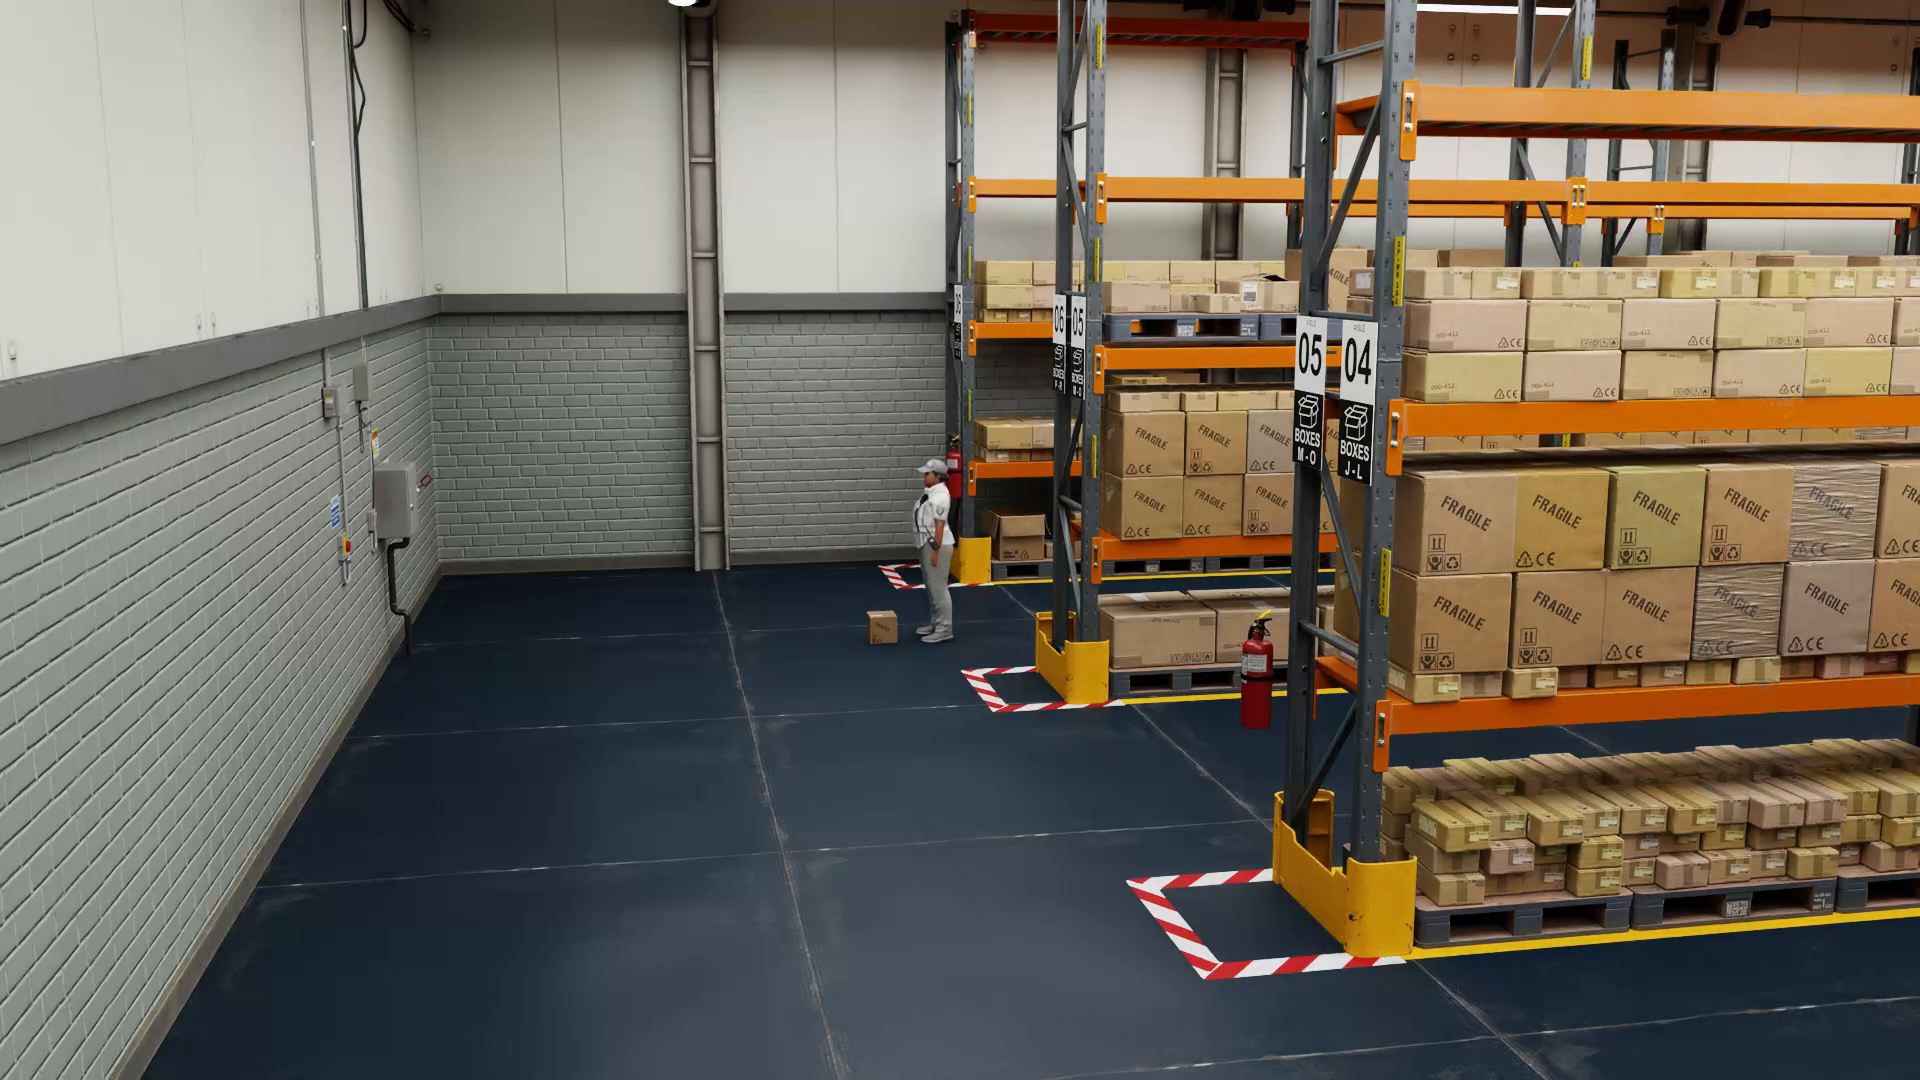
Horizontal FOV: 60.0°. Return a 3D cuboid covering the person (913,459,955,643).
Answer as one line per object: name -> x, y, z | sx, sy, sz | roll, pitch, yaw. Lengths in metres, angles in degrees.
person -> -0.247, 0.085, 15.315 | 0.386, 1.670, 0.468 | -2, 10, -9
